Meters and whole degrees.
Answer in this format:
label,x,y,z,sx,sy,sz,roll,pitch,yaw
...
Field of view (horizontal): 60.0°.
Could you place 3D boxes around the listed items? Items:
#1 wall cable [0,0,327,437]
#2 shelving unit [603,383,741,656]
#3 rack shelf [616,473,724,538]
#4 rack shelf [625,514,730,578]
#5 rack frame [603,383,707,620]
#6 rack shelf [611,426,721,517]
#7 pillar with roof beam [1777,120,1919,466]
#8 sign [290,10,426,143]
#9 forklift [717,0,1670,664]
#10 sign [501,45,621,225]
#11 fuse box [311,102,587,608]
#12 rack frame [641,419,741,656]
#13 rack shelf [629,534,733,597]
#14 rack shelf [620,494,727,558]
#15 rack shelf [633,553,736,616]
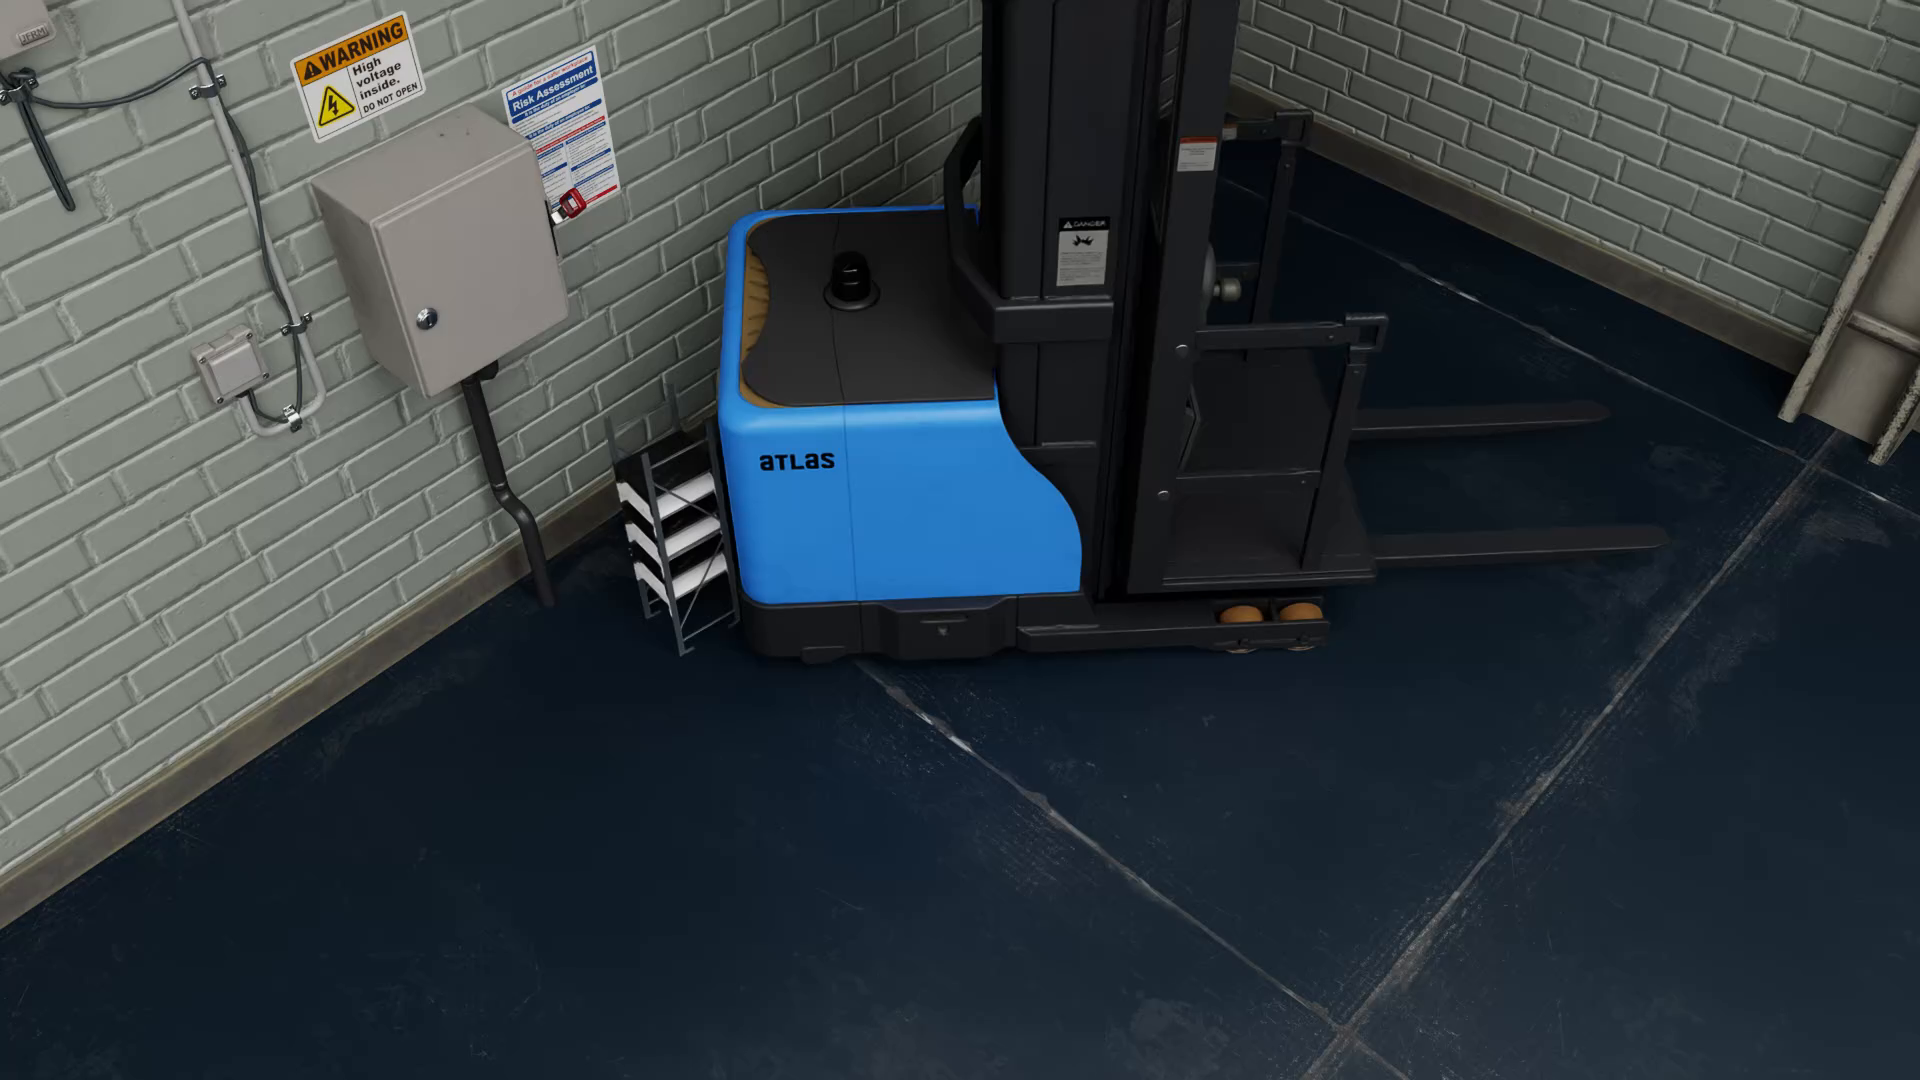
label,x,y,z,sx,sy,sz,roll,pitch,yaw
wall cable,-1.915,-0.883,3.825,0.122,1.984,0.588,34,55,28
shelving unit,-0.882,-0.045,5.175,0.258,0.900,0.210,-31,54,-26
rack shelf,-0.882,-0.146,5.068,0.258,0.077,0.200,-31,54,-26
rack shelf,-0.882,-0.023,5.200,0.258,0.077,0.200,-31,54,-26
rack frame,-0.947,-0.102,5.229,0.240,0.900,0.006,-31,54,-26
rack shelf,-0.882,-0.207,5.003,0.258,0.077,0.200,-31,54,-26
pillar with roof beam,0.365,-1.219,0.722,0.400,9.000,9.100,34,55,28
sign,-1.526,-1.179,4.233,0.001,0.242,0.339,34,55,28
forklift,0.794,-1.021,4.698,3.031,2.935,1.130,-2,47,-2
sign,-1.154,-1.158,4.845,0.001,0.494,0.329,34,55,28
fuse box,-1.336,-0.382,4.935,0.414,1.711,0.539,34,55,28
rack frame,-0.817,0.011,5.122,0.240,0.900,0.006,-31,54,-26
rack shelf,-0.882,0.039,5.265,0.258,0.077,0.200,-31,54,-26
rack shelf,-0.882,-0.084,5.134,0.258,0.077,0.200,-31,54,-26
rack shelf,-0.882,0.101,5.331,0.258,0.077,0.200,-31,54,-26
